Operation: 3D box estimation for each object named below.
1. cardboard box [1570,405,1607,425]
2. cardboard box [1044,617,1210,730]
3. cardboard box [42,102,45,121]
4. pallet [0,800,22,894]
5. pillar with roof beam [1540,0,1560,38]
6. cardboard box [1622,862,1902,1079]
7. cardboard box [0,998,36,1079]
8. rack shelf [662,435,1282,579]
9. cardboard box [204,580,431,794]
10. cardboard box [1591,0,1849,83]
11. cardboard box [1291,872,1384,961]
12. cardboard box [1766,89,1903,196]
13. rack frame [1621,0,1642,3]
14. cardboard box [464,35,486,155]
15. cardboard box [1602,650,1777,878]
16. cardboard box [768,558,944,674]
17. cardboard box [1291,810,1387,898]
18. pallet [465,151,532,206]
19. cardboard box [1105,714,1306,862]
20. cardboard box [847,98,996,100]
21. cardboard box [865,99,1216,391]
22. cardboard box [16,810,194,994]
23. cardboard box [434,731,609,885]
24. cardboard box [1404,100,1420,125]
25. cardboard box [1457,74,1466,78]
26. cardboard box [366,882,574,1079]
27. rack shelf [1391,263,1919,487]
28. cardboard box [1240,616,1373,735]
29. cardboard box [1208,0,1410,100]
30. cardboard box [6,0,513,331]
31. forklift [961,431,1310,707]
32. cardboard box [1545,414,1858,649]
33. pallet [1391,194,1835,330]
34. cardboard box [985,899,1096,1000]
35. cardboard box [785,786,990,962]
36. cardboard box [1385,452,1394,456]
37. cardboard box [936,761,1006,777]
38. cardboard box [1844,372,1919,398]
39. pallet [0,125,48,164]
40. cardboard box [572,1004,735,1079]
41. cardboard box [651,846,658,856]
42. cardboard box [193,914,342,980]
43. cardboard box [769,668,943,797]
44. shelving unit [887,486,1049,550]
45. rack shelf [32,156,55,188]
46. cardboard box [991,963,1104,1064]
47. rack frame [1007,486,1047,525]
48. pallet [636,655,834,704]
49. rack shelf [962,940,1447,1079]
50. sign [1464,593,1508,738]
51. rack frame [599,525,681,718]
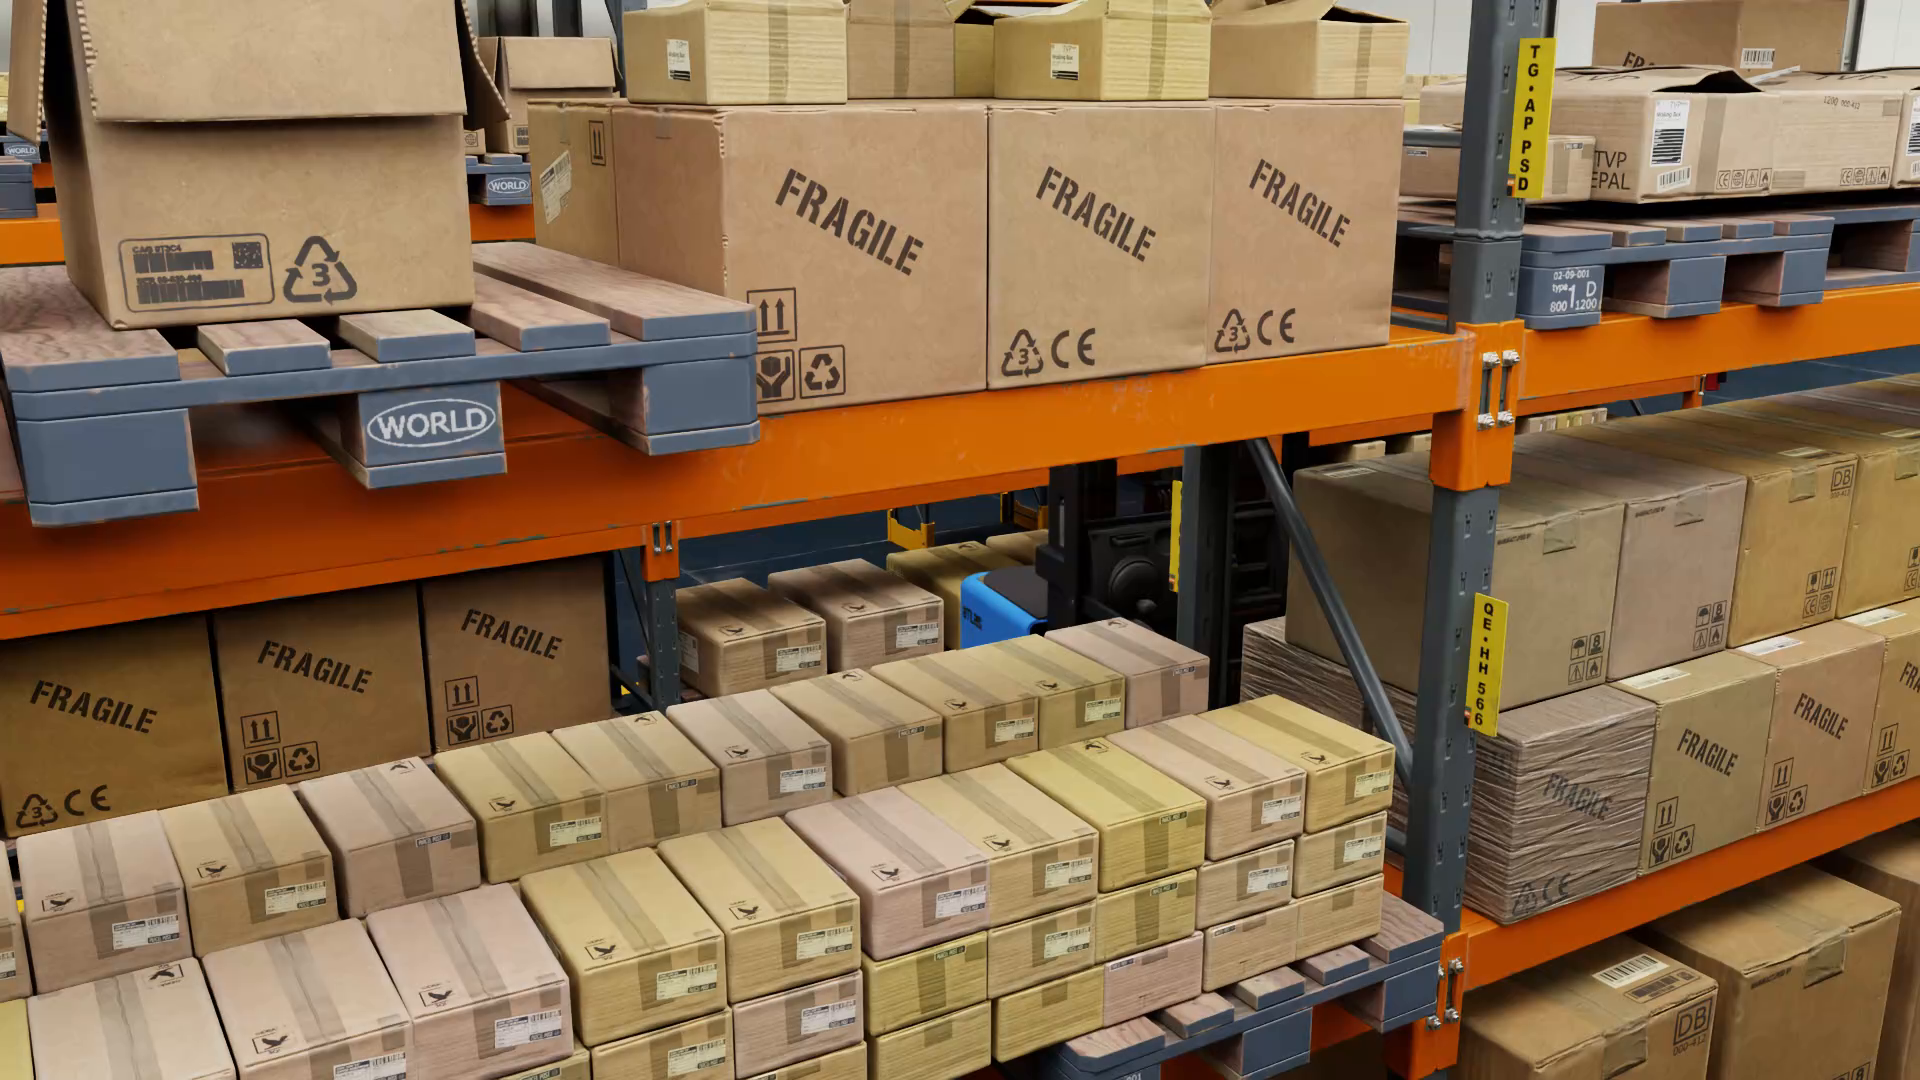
[{"bbox_3d":[4.309,-0.874,11.695,0.250,0.149,0.380,-9,18,-28],"label":"cardboard box"},{"bbox_3d":[0.420,0.335,4.242,0.250,0.149,0.380,-9,18,-30],"label":"cardboard box"},{"bbox_3d":[-5.939,-2.783,10.726,0.250,0.149,0.380,-9,18,-28],"label":"cardboard box"},{"bbox_3d":[-4.522,1.326,7.290,1.213,0.211,1.003,-9,18,-30],"label":"pallet"},{"bbox_3d":[8.881,-5.547,15.525,0.400,9.000,9.100,-9,18,-30],"label":"pillar with roof beam"},{"bbox_3d":[2.236,1.378,5.327,0.750,0.750,1.050,-9,18,-29],"label":"cardboard box"},{"bbox_3d":[-1.477,0.848,2.414,0.250,0.149,0.380,-9,18,-29],"label":"cardboard box"},{"bbox_3d":[-0.002,-0.380,9.541,4.000,0.370,1.077,-9,18,-30],"label":"rack shelf"},{"bbox_3d":[-3.118,0.572,7.969,0.875,0.875,0.875,-9,18,-29],"label":"cardboard box"},{"bbox_3d":[2.266,-1.366,5.021,0.500,0.500,0.500,-9,18,-30],"label":"cardboard box"},{"bbox_3d":[0.734,0.777,3.770,0.250,0.149,0.380,-9,18,-29],"label":"cardboard box"},{"bbox_3d":[2.083,-1.059,4.387,0.500,0.250,0.500,-9,18,-28],"label":"cardboard box"},{"bbox_3d":[5.141,-4.449,11.609,0.127,3.000,1.000,-9,18,-30],"label":"rack frame"},{"bbox_3d":[-2.467,-1.961,7.329,0.500,0.500,0.700,-10,19,-32],"label":"cardboard box"},{"bbox_3d":[1.878,0.563,4.657,0.500,0.500,0.500,-9,18,-30],"label":"cardboard box"},{"bbox_3d":[-0.598,0.434,9.394,0.625,0.372,0.950,-10,18,-31],"label":"cardboard box"},{"bbox_3d":[0.731,0.632,3.733,0.250,0.149,0.380,-9,18,-29],"label":"cardboard box"},{"bbox_3d":[-2.241,-1.700,7.709,1.003,0.211,1.213,-8,18,-27],"label":"pallet"},{"bbox_3d":[0.519,0.524,3.569,0.250,0.149,0.380,-9,18,-30],"label":"cardboard box"},{"bbox_3d":[-0.132,-0.721,3.681,0.500,0.500,0.500,-9,18,-30],"label":"cardboard box"},{"bbox_3d":[0.139,-0.599,3.246,0.500,0.500,0.500,-9,18,-30],"label":"cardboard box"},{"bbox_3d":[-1.588,0.661,3.081,0.250,0.149,0.380,-9,18,-30],"label":"cardboard box"},{"bbox_3d":[-0.918,0.551,3.470,0.250,0.149,0.380,-10,18,-30],"label":"cardboard box"},{"bbox_3d":[2.668,-2.591,10.266,0.500,0.250,0.500,-9,18,-30],"label":"cardboard box"},{"bbox_3d":[3.015,-2.834,10.393,0.250,0.149,0.380,-10,18,-32],"label":"cardboard box"},{"bbox_3d":[-0.827,0.743,2.787,0.250,0.149,0.380,-8,18,-28],"label":"cardboard box"},{"bbox_3d":[2.634,-0.693,5.100,4.000,0.370,1.077,-9,18,-30],"label":"rack shelf"},{"bbox_3d":[1.168,0.510,4.848,0.500,0.500,0.500,-9,18,-30],"label":"cardboard box"},{"bbox_3d":[0.707,-1.062,3.480,0.258,0.266,0.396,-9,18,-30],"label":"cardboard box"},{"bbox_3d":[-1.117,-0.642,2.615,0.637,0.503,0.797,-9,18,-30],"label":"cardboard box"},{"bbox_3d":[1.036,0.096,6.635,1.130,2.935,3.031,-7,17,-23],"label":"forklift"},{"bbox_3d":[2.181,-0.049,4.990,0.500,0.500,0.700,-10,18,-31],"label":"cardboard box"},{"bbox_3d":[1.444,-0.772,4.400,1.003,0.211,1.213,-8,18,-27],"label":"pallet"},{"bbox_3d":[0.064,0.742,3.343,0.250,0.149,0.380,-9,18,-30],"label":"cardboard box"},{"bbox_3d":[-0.142,0.630,3.189,0.250,0.149,0.380,-9,18,-30],"label":"cardboard box"},{"bbox_3d":[2.810,-0.340,10.994,0.500,0.500,0.500,-8,18,-27],"label":"cardboard box"},{"bbox_3d":[-0.056,0.555,4.008,0.250,0.149,0.380,-10,18,-31],"label":"cardboard box"},{"bbox_3d":[3.486,-0.260,5.744,0.500,0.500,0.700,-10,18,-31],"label":"cardboard box"},{"bbox_3d":[-6.222,-2.613,10.966,1.003,0.211,1.213,-9,18,-30],"label":"pallet"},{"bbox_3d":[-0.595,0.848,2.963,0.250,0.149,0.380,-10,18,-31],"label":"cardboard box"},{"bbox_3d":[-0.701,0.658,3.640,0.250,0.149,0.380,-9,18,-30],"label":"cardboard box"},{"bbox_3d":[-1.374,0.768,3.250,0.250,0.149,0.380,-10,19,-33],"label":"cardboard box"},{"bbox_3d":[-0.245,0.442,3.860,0.250,0.149,0.380,-10,19,-32],"label":"cardboard box"},{"bbox_3d":[0.065,-0.733,12.245,1.083,1.500,0.587,-9,18,-30],"label":"shelving unit"},{"bbox_3d":[-5.990,-2.416,11.247,4.000,0.370,1.077,-9,18,-30],"label":"rack shelf"},{"bbox_3d":[0.084,0.880,3.399,0.250,0.149,0.380,-9,18,-30],"label":"cardboard box"},{"bbox_3d":[0.509,-0.805,12.502,0.032,1.500,0.500,-9,18,-30],"label":"rack frame"},{"bbox_3d":[-1.045,0.786,9.215,1.213,0.211,1.003,-9,18,-30],"label":"pallet"},{"bbox_3d":[-0.795,1.307,3.522,4.000,0.370,1.077,-9,18,-30],"label":"rack shelf"},{"bbox_3d":[1.207,0.288,3.828,0.005,0.325,0.100,-9,18,-30],"label":"sign"},{"bbox_3d":[-1.716,-0.448,8.452,0.127,3.000,1.000,-9,18,-30],"label":"rack frame"}]
